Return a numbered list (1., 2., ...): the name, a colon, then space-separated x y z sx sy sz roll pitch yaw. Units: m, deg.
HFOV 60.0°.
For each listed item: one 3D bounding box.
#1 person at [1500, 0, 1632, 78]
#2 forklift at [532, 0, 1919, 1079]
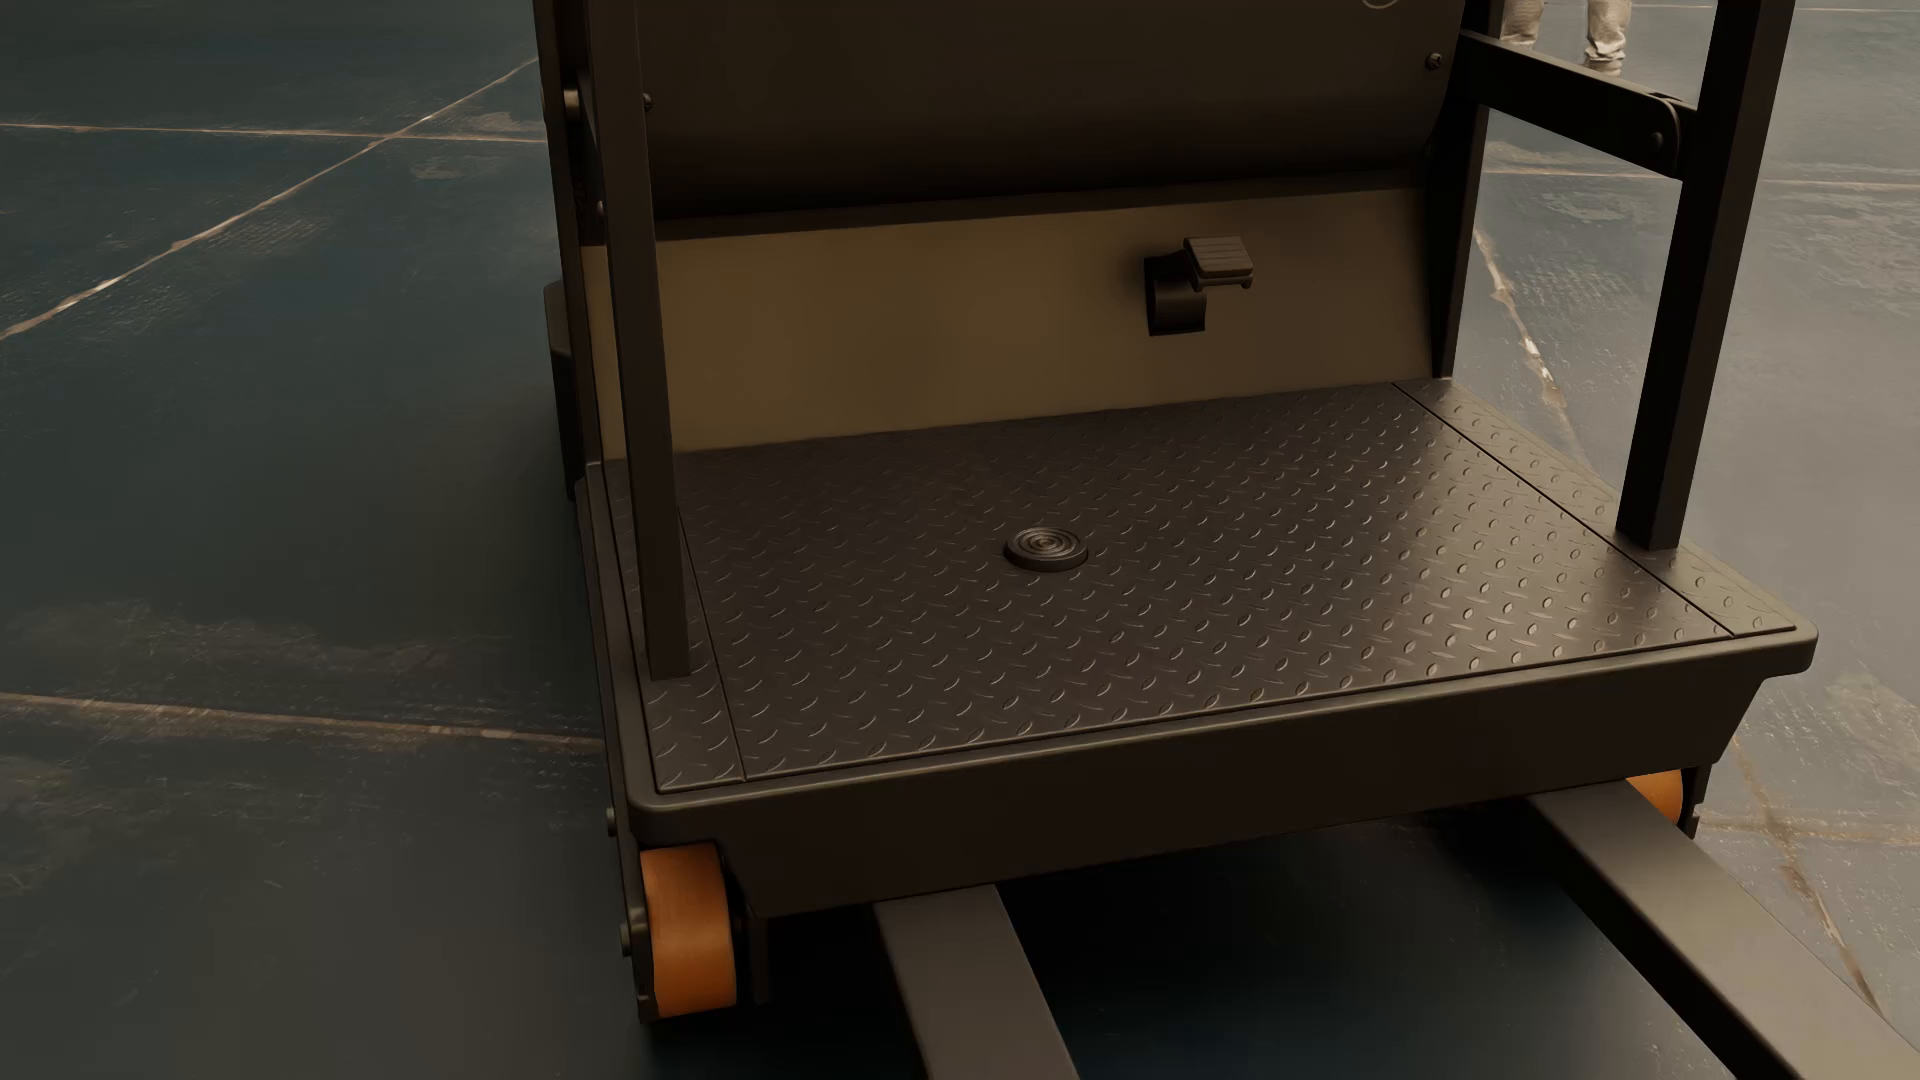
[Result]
1. person: 2.064 -2.401 5.377 0.654 1.787 0.513 6 27 12
2. forklift: 0.153 -1.049 1.319 1.130 2.935 3.031 -7 27 -13
